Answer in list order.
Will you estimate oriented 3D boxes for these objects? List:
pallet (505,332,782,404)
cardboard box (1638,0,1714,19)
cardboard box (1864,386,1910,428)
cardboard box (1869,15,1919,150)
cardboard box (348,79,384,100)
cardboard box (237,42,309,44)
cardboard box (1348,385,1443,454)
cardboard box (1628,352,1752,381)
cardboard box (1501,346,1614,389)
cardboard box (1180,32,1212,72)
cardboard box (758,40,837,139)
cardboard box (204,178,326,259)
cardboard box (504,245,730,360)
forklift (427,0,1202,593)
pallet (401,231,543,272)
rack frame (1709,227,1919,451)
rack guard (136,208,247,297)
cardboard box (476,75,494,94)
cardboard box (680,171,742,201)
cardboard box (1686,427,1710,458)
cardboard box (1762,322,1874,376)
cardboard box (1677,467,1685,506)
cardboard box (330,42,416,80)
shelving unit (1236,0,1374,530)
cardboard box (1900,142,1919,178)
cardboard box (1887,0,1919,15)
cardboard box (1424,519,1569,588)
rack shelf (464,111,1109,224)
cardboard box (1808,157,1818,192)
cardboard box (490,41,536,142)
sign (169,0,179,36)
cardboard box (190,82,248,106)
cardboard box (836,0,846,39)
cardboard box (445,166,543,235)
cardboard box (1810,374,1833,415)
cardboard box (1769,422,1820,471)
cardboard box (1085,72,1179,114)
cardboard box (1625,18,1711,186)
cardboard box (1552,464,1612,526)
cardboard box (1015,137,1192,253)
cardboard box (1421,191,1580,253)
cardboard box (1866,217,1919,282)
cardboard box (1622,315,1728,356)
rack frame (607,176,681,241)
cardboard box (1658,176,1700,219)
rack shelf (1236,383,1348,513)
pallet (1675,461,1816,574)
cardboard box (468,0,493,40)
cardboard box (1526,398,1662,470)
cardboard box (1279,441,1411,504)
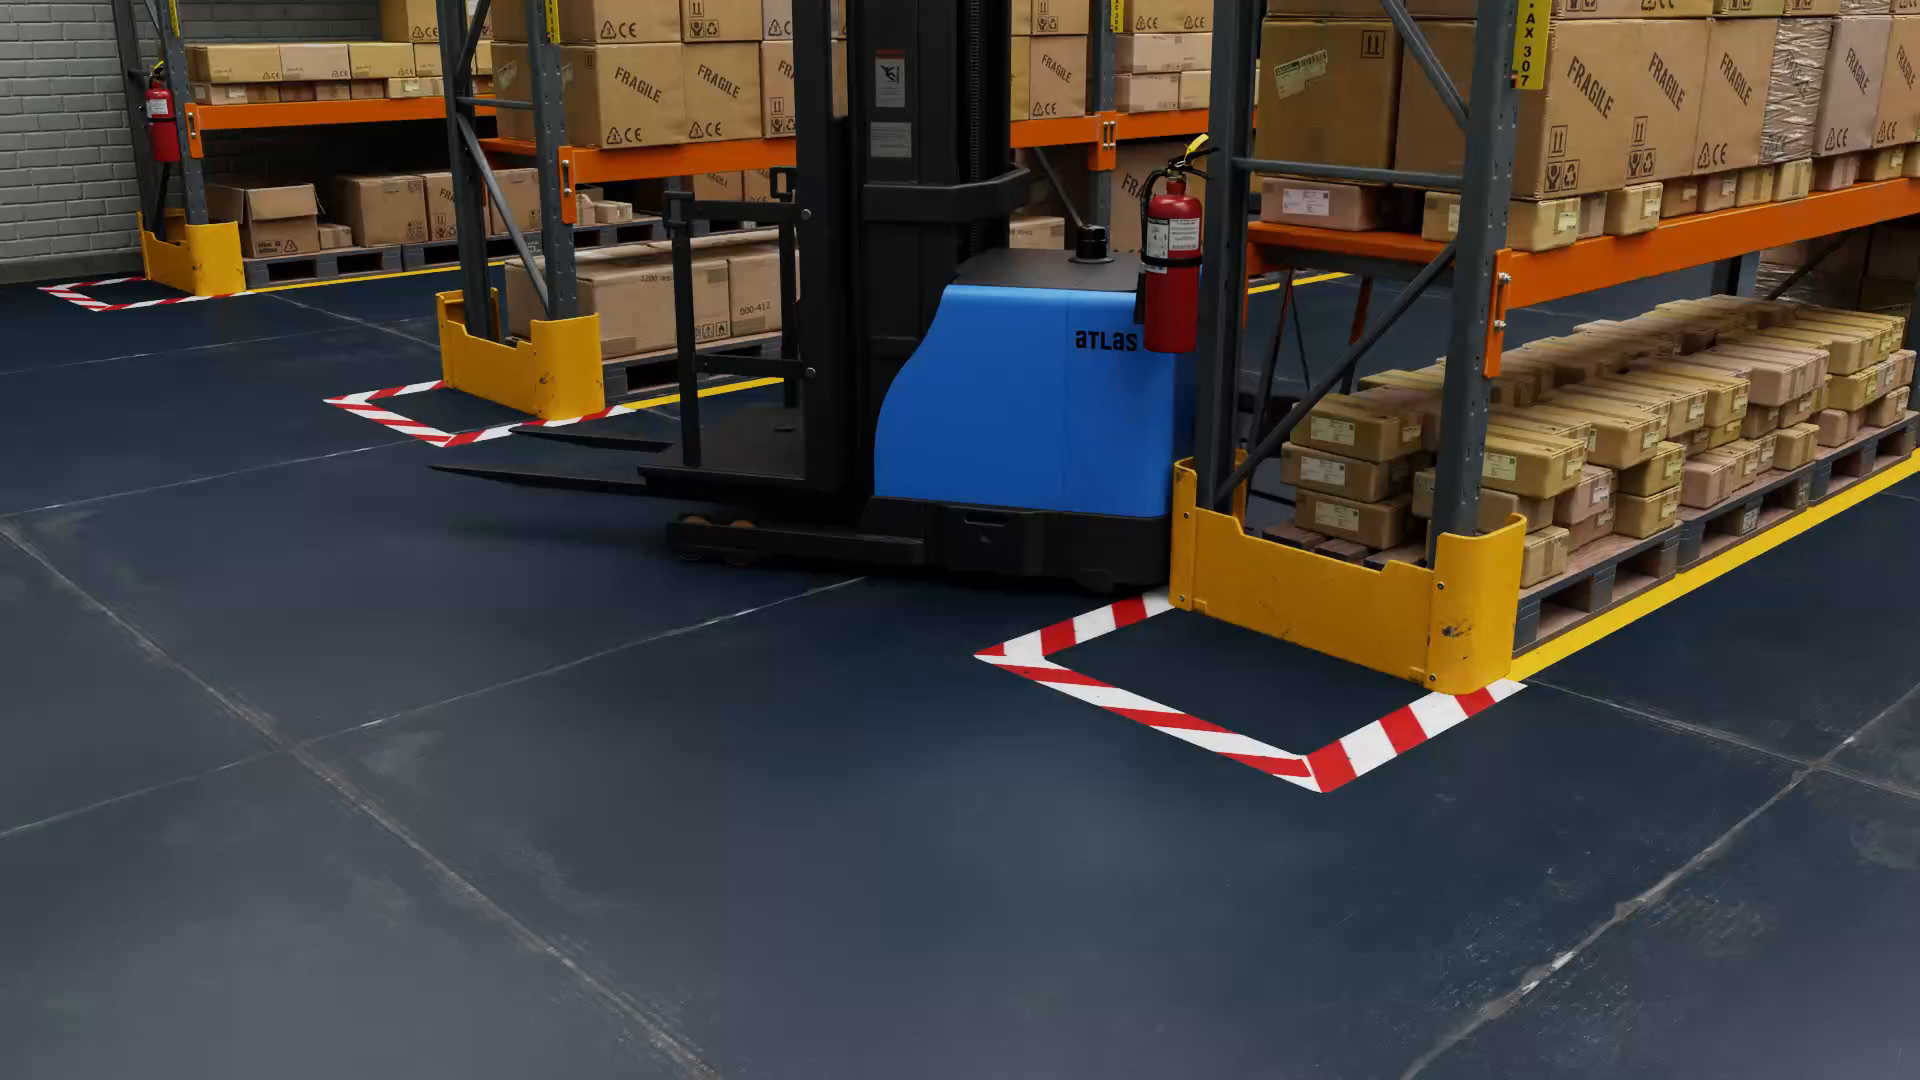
[{"bbox_3d":[-1.774,-1.047,9.371,1.213,0.211,1.003,-16,24,-41],"label":"pallet"},{"bbox_3d":[2.044,-1.907,5.238,0.500,0.500,0.500,-15,23,-39],"label":"cardboard box"},{"bbox_3d":[4.029,-0.630,7.506,0.250,0.149,0.380,-16,24,-40],"label":"cardboard box"},{"bbox_3d":[3.544,-1.860,6.712,0.500,0.500,0.500,-17,25,-42],"label":"cardboard box"},{"bbox_3d":[-4.552,-3.412,12.551,0.250,0.149,0.380,-16,24,-40],"label":"cardboard box"},{"bbox_3d":[-5.187,-3.634,12.590,0.500,0.250,0.500,-16,24,-41],"label":"cardboard box"},{"bbox_3d":[1.606,-0.434,5.938,0.250,0.149,0.380,-16,24,-40],"label":"cardboard box"},{"bbox_3d":[2.847,-0.618,6.504,0.250,0.149,0.380,-16,24,-41],"label":"cardboard box"},{"bbox_3d":[2.363,-0.659,6.630,0.380,0.149,0.250,17,25,42],"label":"cardboard box"},{"bbox_3d":[1.478,-3.347,11.378,0.500,0.250,0.500,-16,24,-40],"label":"cardboard box"},{"bbox_3d":[-1.025,-2.488,9.134,0.500,0.500,0.500,-16,24,-41],"label":"cardboard box"},{"bbox_3d":[-5.205,-2.419,12.447,0.797,0.503,0.637,17,24,42],"label":"cardboard box"},{"bbox_3d":[-1.890,-1.330,9.195,0.875,0.438,0.875,17,24,42],"label":"cardboard box"},{"bbox_3d":[-0.597,-1.448,6.200,3.031,2.935,1.130,5,19,16],"label":"forklift"},{"bbox_3d":[-4.194,-2.414,13.588,1.213,0.211,1.003,-16,24,-41],"label":"pallet"},{"bbox_3d":[4.079,-1.946,7.623,0.127,3.000,1.000,-16,24,-41],"label":"rack frame"},{"bbox_3d":[-5.659,-2.125,12.228,0.348,0.500,1.175,-16,24,-41],"label":"rack guard"},{"bbox_3d":[-3.852,-3.642,13.261,0.250,0.149,0.380,-16,24,-40],"label":"cardboard box"},{"bbox_3d":[-2.302,-3.208,14.888,0.500,0.500,0.500,-15,23,-38],"label":"cardboard box"},{"bbox_3d":[2.642,-0.428,6.402,0.250,0.149,0.380,-15,23,-38],"label":"cardboard box"},{"bbox_3d":[3.665,-0.822,7.132,0.250,0.149,0.380,-17,24,-41],"label":"cardboard box"},{"bbox_3d":[2.464,-0.214,6.224,0.250,0.149,0.380,-16,24,-41],"label":"cardboard box"},{"bbox_3d":[-4.467,-3.619,12.544,0.500,0.250,0.500,-17,24,-42],"label":"cardboard box"},{"bbox_3d":[1.222,-1.036,6.139,0.503,2.100,0.431,1,13,-42],"label":"shelving unit"},{"bbox_3d":[3.920,-1.635,7.070,0.250,0.149,0.380,-17,25,-42],"label":"cardboard box"},{"bbox_3d":[3.552,-2.340,6.572,0.500,0.500,0.500,17,25,42],"label":"cardboard box"},{"bbox_3d":[1.774,0.019,5.505,0.250,0.149,0.380,-16,24,-40],"label":"cardboard box"},{"bbox_3d":[-0.848,-2.268,9.783,4.000,0.370,1.077,-16,24,-41],"label":"rack shelf"},{"bbox_3d":[3.082,-1.436,6.457,0.250,0.149,0.380,-17,24,-42],"label":"cardboard box"},{"bbox_3d":[-2.133,-2.395,8.847,0.500,0.500,0.500,-16,24,-41],"label":"cardboard box"},{"bbox_3d":[-5.341,-3.588,11.284,0.005,0.325,0.100,-16,24,-41],"label":"sign"},{"bbox_3d":[-5.287,-3.187,11.857,0.250,0.149,0.380,-16,24,-41],"label":"cardboard box"},{"bbox_3d":[-0.656,-3.075,9.323,0.500,0.500,0.500,-16,24,-41],"label":"cardboard box"},{"bbox_3d":[-3.803,-2.809,13.658,0.700,0.500,0.500,17,24,42],"label":"cardboard box"},{"bbox_3d":[3.449,-0.641,7.058,0.250,0.149,0.380,-16,24,-40],"label":"cardboard box"},{"bbox_3d":[3.277,-0.411,6.830,0.250,0.149,0.380,-16,24,-41],"label":"cardboard box"},{"bbox_3d":[1.106,-2.997,11.107,0.500,0.250,0.500,-17,25,-42],"label":"cardboard box"},{"bbox_3d":[2.060,-1.440,5.418,0.500,0.500,0.500,-16,24,-41],"label":"cardboard box"},{"bbox_3d":[1.968,-0.182,5.643,0.250,0.149,0.380,-16,24,-41],"label":"cardboard box"},{"bbox_3d":[1.001,-2.372,11.702,0.875,0.875,0.875,-15,23,-39],"label":"cardboard box"},{"bbox_3d":[1.634,-0.974,5.033,0.250,0.149,0.380,-17,24,-41],"label":"cardboard box"},{"bbox_3d":[4.798,-1.411,8.129,0.500,0.250,0.500,17,24,41],"label":"cardboard box"},{"bbox_3d":[3.122,-0.876,7.300,0.250,0.149,0.380,-17,25,-42],"label":"cardboard box"},{"bbox_3d":[-2.808,-4.146,14.407,0.127,3.000,1.000,-16,24,-41],"label":"rack frame"},{"bbox_3d":[2.330,-1.220,5.791,0.250,0.149,0.380,-17,24,-41],"label":"cardboard box"},{"bbox_3d":[1.100,-0.343,6.256,0.480,0.518,0.431,1,13,-42],"label":"rack shelf"},{"bbox_3d":[2.729,-0.210,6.789,1.213,0.211,1.003,-16,24,-41],"label":"pallet"},{"bbox_3d":[-4.073,-4.316,13.479,0.500,0.500,0.500,-17,25,-42],"label":"cardboard box"},{"bbox_3d":[2.176,-0.370,5.739,0.250,0.149,0.380,-16,24,-41],"label":"cardboard box"},{"bbox_3d":[1.360,-0.259,5.880,0.250,0.149,0.380,-17,25,-42],"label":"cardboard box"}]
